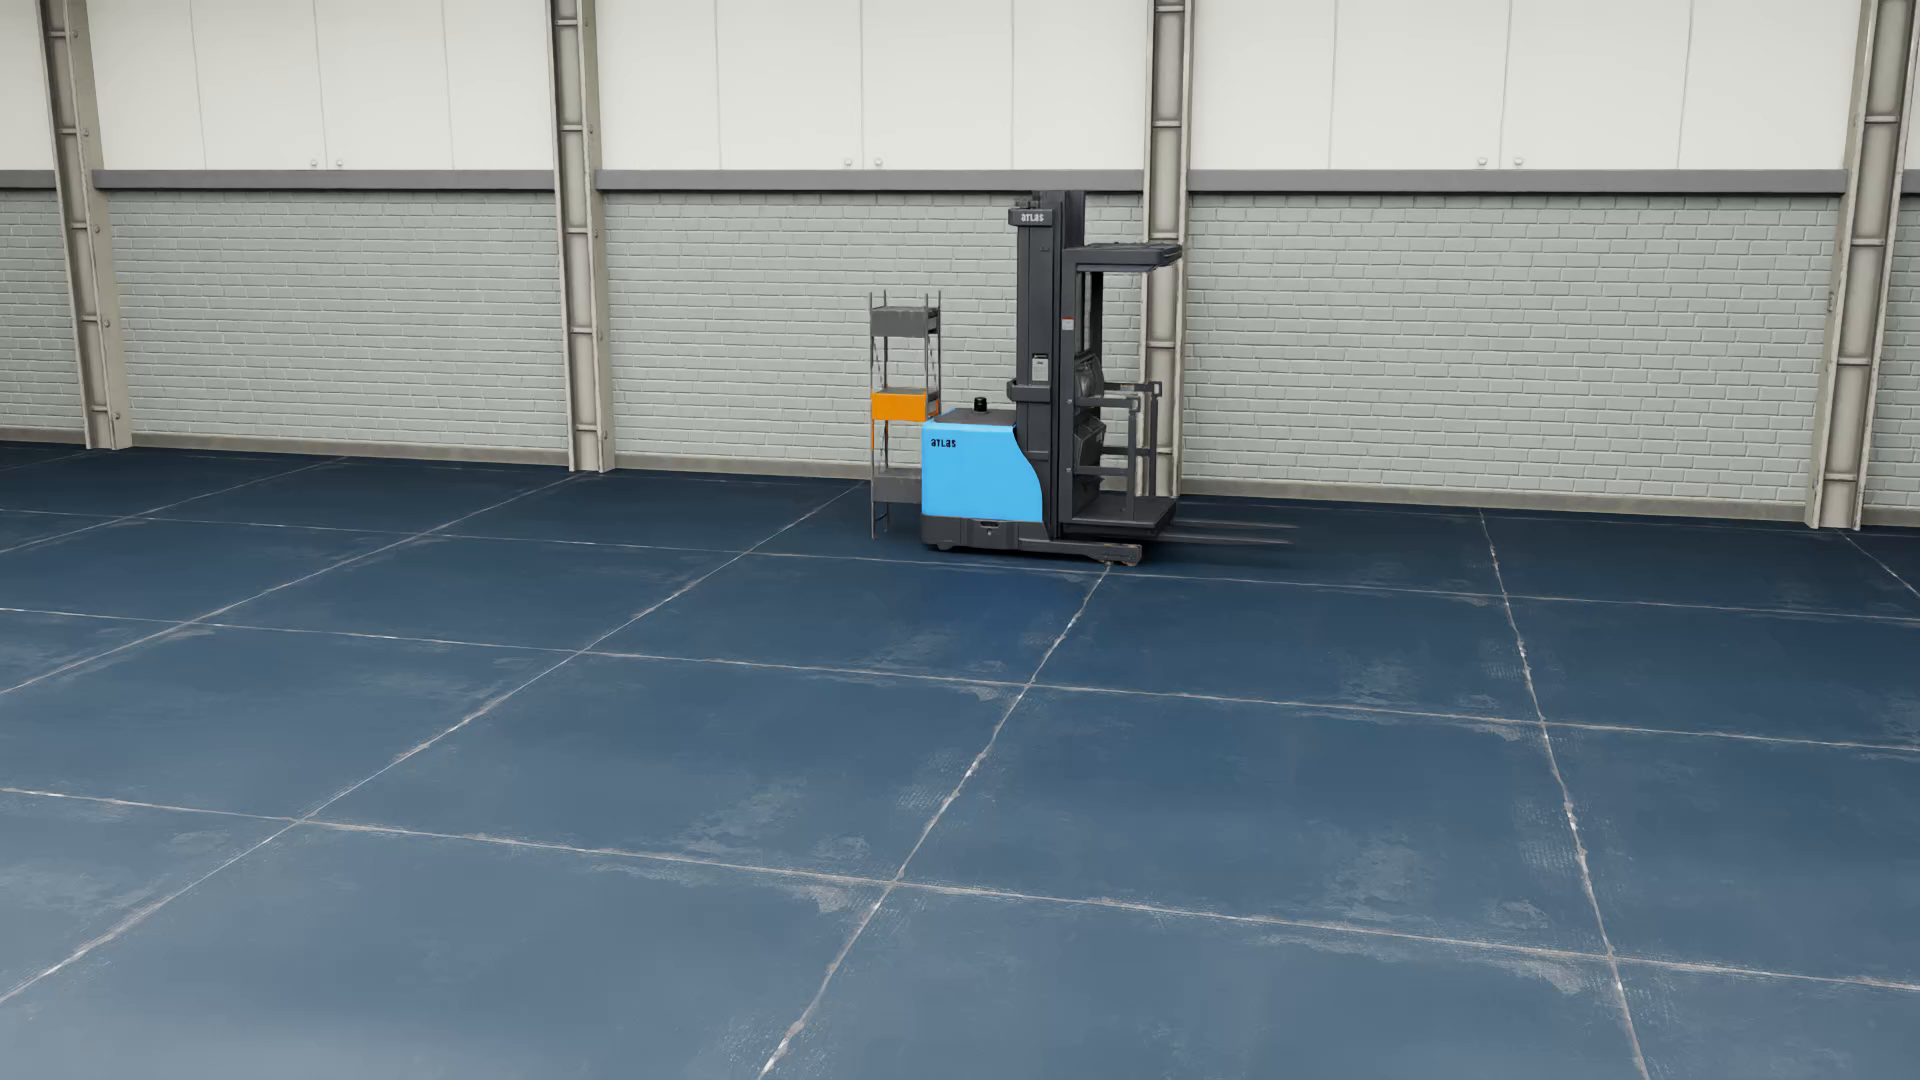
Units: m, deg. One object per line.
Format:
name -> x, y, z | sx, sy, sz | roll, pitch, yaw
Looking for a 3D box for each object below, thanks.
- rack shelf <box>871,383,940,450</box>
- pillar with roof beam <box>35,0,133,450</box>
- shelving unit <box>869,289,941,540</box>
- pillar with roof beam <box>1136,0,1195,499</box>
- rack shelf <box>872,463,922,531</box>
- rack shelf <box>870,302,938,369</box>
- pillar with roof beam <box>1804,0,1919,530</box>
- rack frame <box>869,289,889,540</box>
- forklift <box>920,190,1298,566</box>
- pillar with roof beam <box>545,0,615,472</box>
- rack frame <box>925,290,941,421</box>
rack shelf -> -0.458, -1.041, 14.141 | 0.480, 0.518, 0.431 | 4, 13, 16
pillar with roof beam -> -10.747, -4.549, 13.963 | 0.400, 9.000, 9.100 | 3, 13, 14
shelving unit -> -0.458, -1.054, 14.138 | 0.503, 2.100, 0.431 | 4, 13, 16
pillar with roof beam -> 0.904, -3.927, 11.156 | 0.400, 9.000, 9.100 | 3, 13, 14
rack shelf -> -0.458, -0.357, 14.292 | 0.480, 0.518, 0.431 | 4, 13, 16
rack shelf -> -0.458, -1.724, 13.989 | 0.480, 0.518, 0.431 | 4, 13, 16
pillar with roof beam -> 6.729, -3.615, 9.753 | 0.400, 9.000, 9.100 | 3, 13, 14
rack frame -> -0.692, -1.069, 14.205 | 0.015, 2.100, 0.400 | 4, 13, 16
forklift -> 1.243, -1.351, 13.556 | 3.031, 2.935, 1.130 | 4, 13, 16
pillar with roof beam -> -4.922, -4.238, 12.559 | 0.400, 9.000, 9.100 | 3, 13, 14
rack frame -> -0.224, -1.039, 14.070 | 0.015, 2.100, 0.400 | 4, 13, 16
